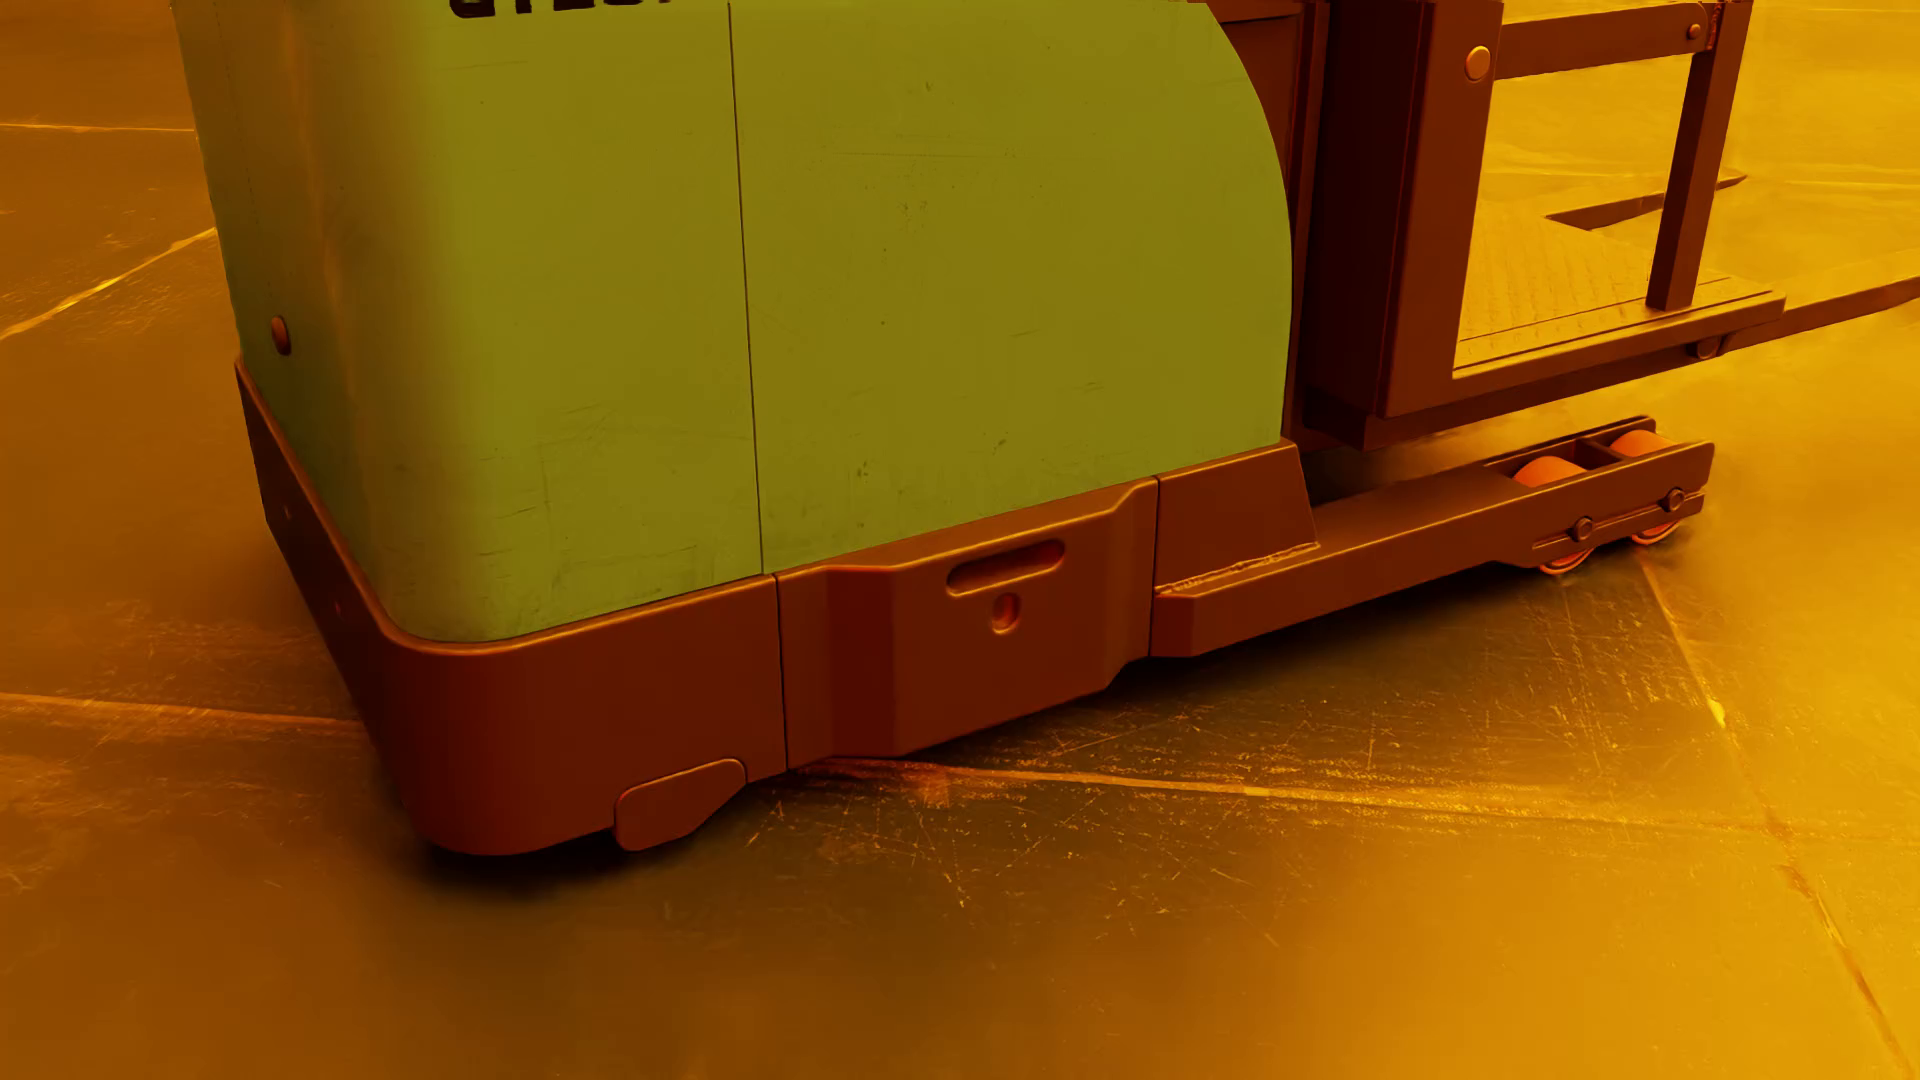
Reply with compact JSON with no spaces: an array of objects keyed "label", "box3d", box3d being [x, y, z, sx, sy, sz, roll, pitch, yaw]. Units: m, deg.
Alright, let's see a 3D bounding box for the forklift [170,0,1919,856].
[{"label":"forklift","box3d":[0.526,-1.451,2.124,3.031,2.935,1.130,-15,30,-27]}]
